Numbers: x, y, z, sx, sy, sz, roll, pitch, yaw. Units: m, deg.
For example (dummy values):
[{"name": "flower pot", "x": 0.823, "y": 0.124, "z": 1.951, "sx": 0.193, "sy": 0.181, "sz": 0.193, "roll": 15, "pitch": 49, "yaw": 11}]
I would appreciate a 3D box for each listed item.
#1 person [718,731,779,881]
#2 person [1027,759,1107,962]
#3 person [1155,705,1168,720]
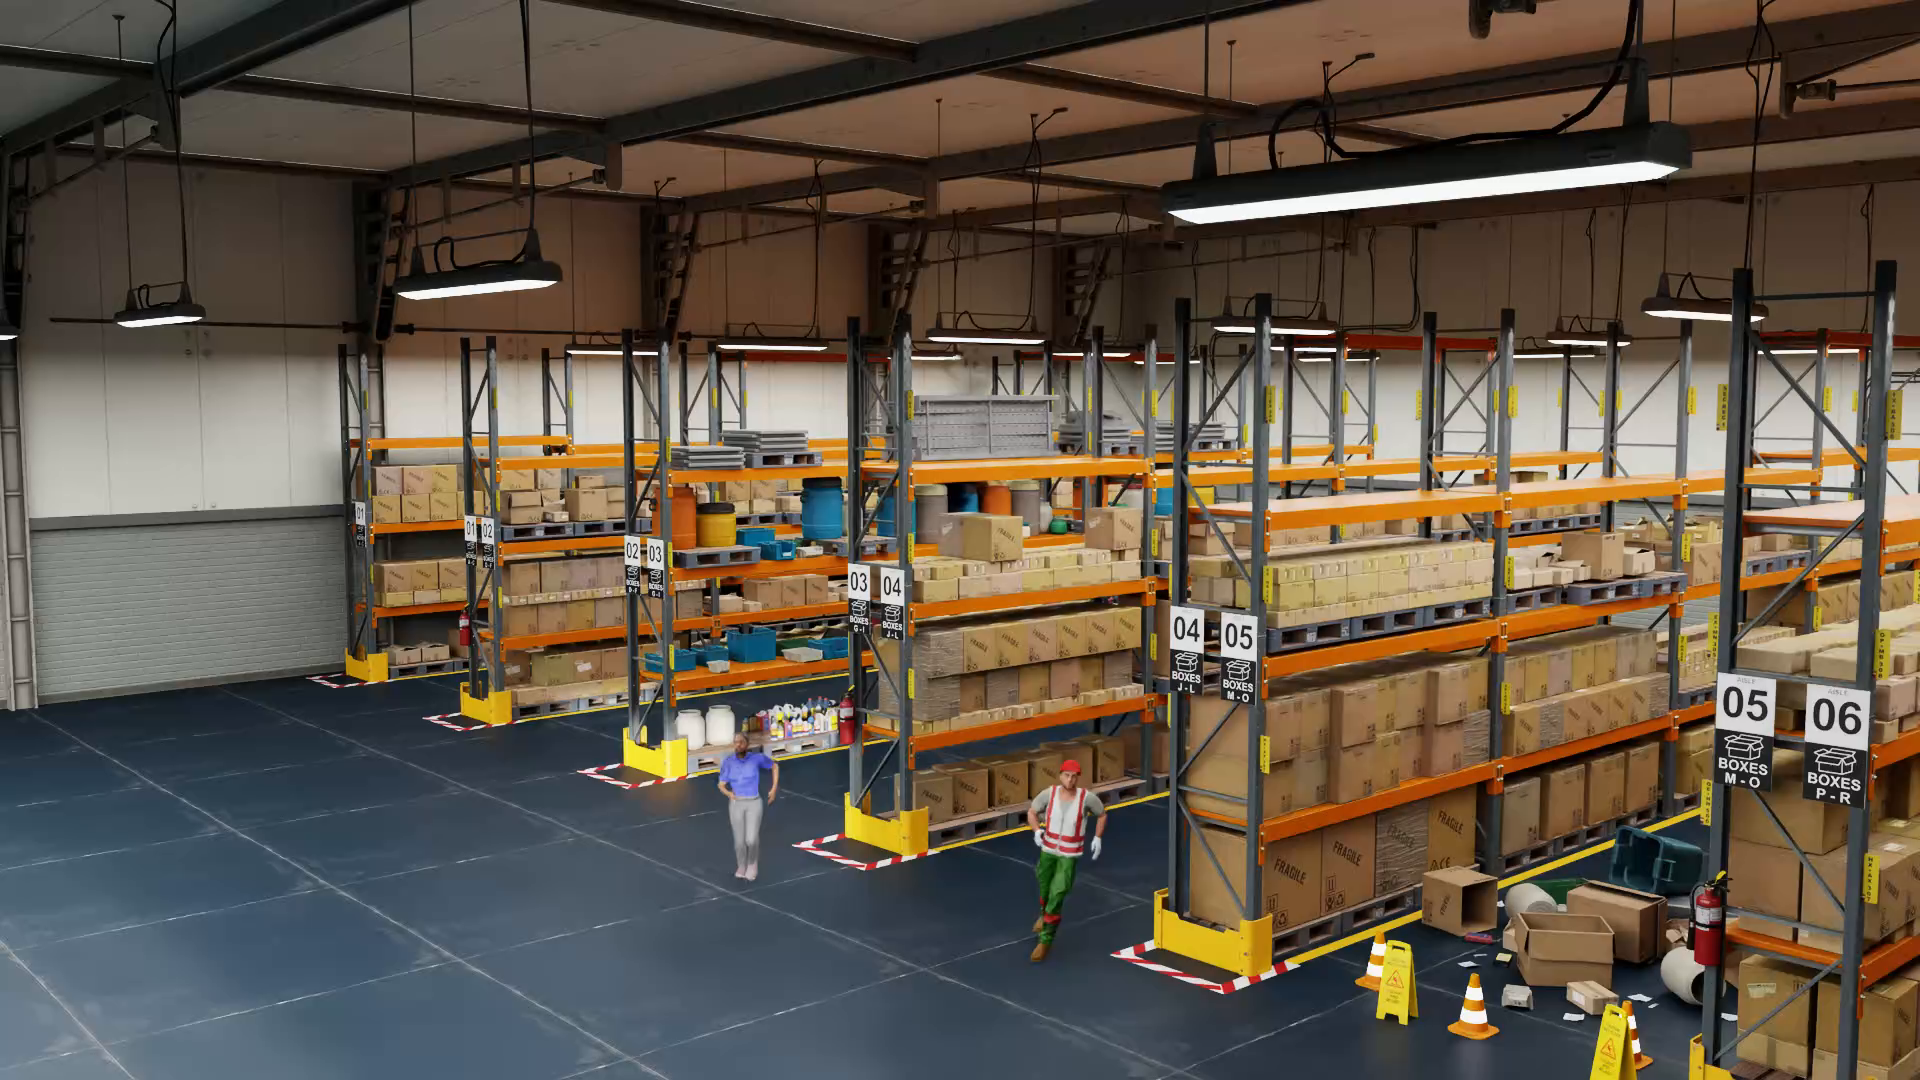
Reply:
[{"name": "person", "x": -2.218, "y": 2.790, "z": 17.360, "sx": 0.595, "sy": 1.609, "sz": 0.800, "roll": 0, "pitch": 5, "yaw": 3}, {"name": "person", "x": 0.941, "y": 2.899, "z": 15.340, "sx": 0.719, "sy": 1.781, "sz": 0.934, "roll": 2, "pitch": 5, "yaw": 19}, {"name": "person", "x": 3.166, "y": 2.066, "z": 25.560, "sx": 0.561, "sy": 1.619, "sz": 0.591, "roll": 4, "pitch": 7, "yaw": 40}]
